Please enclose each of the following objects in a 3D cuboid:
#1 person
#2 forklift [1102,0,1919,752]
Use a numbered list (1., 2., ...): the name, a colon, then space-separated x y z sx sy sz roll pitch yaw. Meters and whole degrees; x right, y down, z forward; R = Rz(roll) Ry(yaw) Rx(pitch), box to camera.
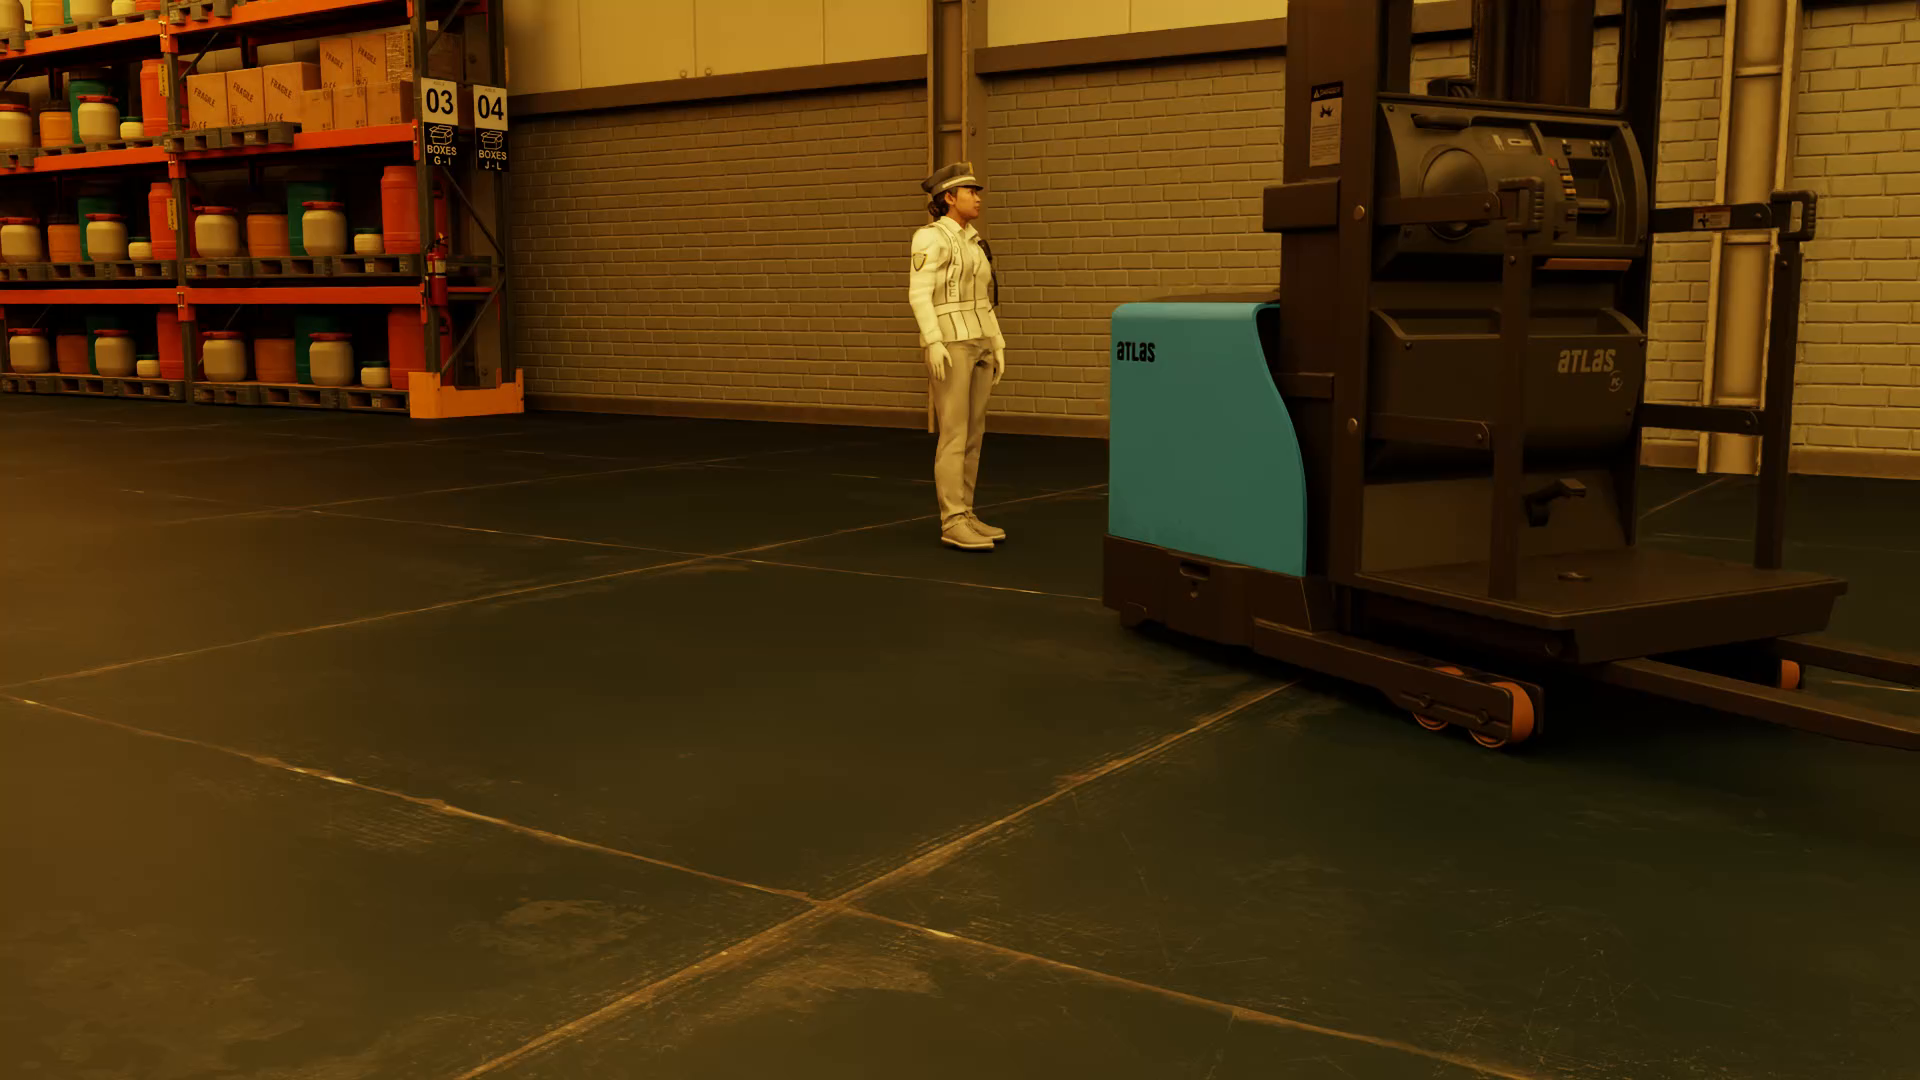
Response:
1. person: 0.053 -0.840 7.440 0.531 1.695 0.588 5 10 34
2. forklift: 1.621 -1.016 4.337 1.130 2.935 3.031 -4 9 -28
